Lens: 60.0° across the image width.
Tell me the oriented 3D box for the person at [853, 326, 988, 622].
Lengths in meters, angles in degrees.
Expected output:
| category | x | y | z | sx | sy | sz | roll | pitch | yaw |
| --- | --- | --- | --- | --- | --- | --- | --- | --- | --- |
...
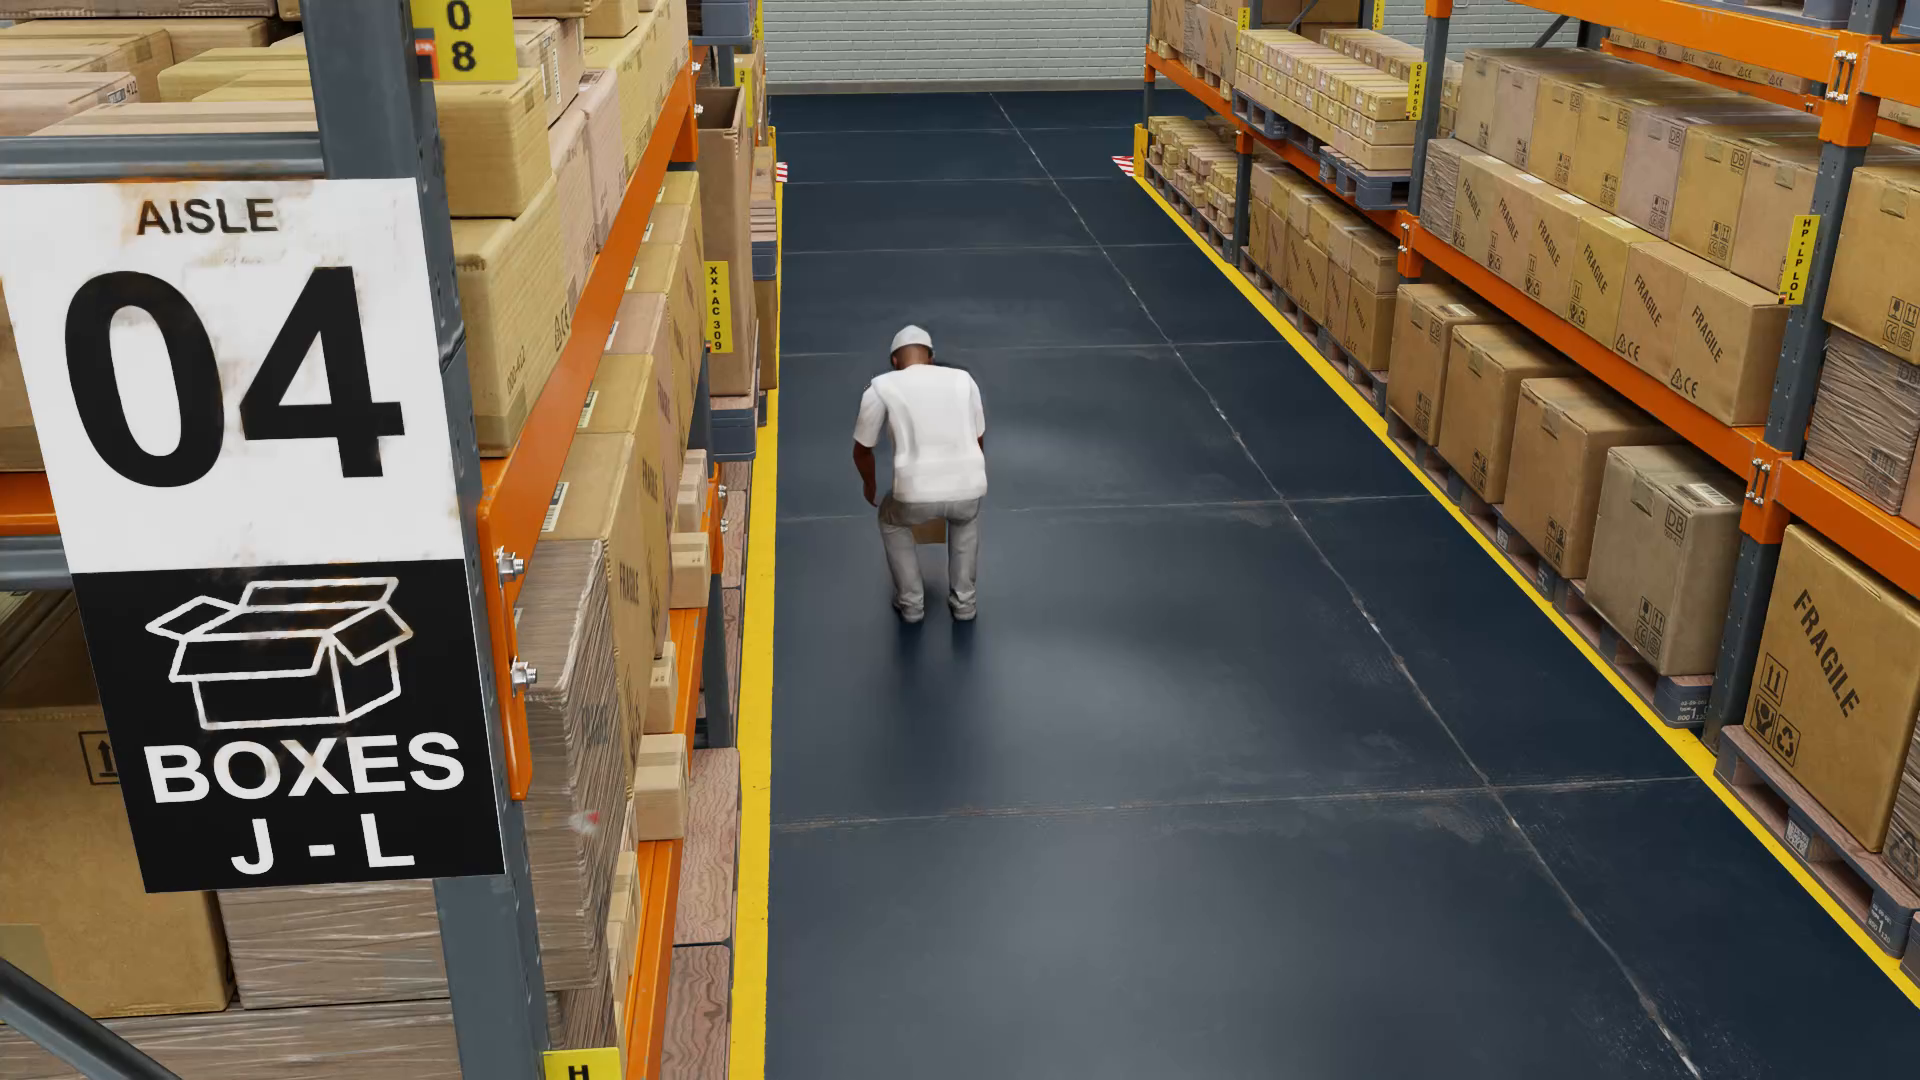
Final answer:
| category | x | y | z | sx | sy | sz | roll | pitch | yaw |
| --- | --- | --- | --- | --- | --- | --- | --- | --- | --- |
| person | -0.174 | -0.289 | 7.796 | 0.630 | 1.317 | 0.802 | -4 | 24 | -9 |
